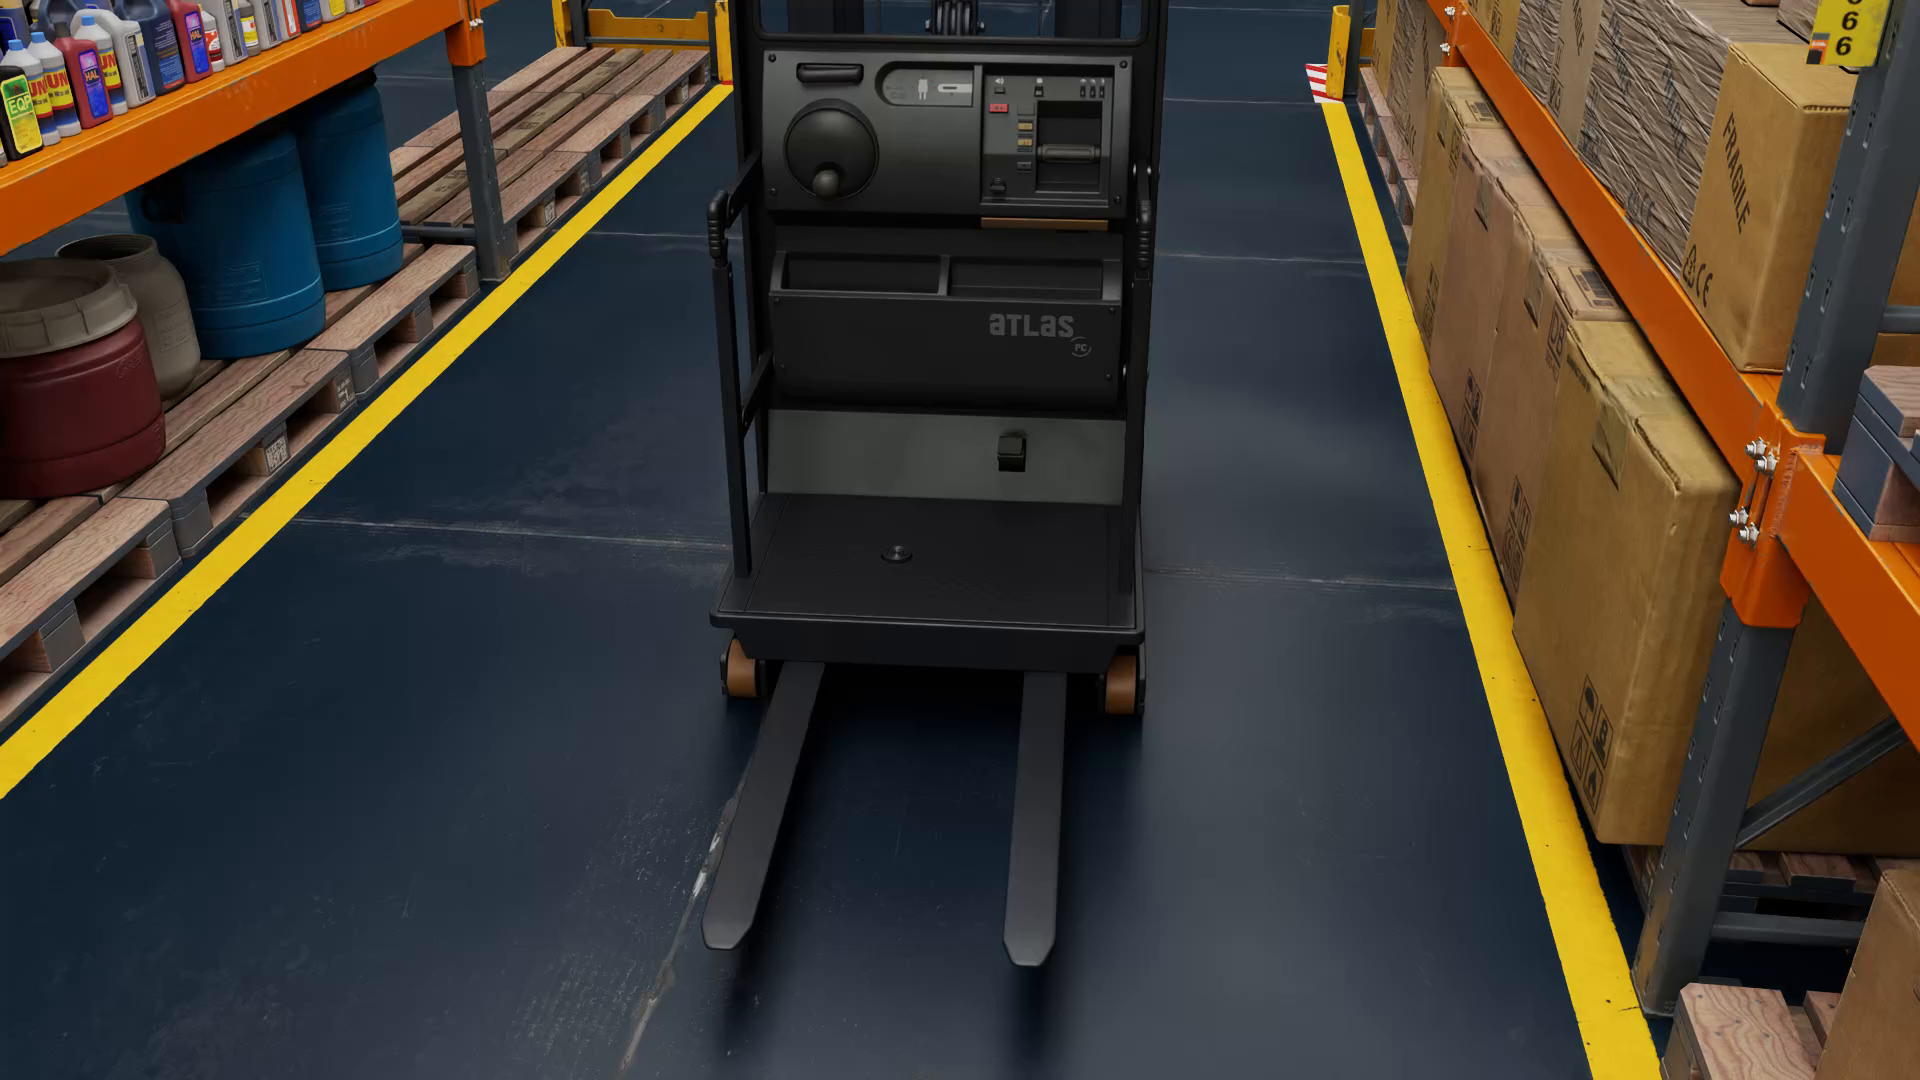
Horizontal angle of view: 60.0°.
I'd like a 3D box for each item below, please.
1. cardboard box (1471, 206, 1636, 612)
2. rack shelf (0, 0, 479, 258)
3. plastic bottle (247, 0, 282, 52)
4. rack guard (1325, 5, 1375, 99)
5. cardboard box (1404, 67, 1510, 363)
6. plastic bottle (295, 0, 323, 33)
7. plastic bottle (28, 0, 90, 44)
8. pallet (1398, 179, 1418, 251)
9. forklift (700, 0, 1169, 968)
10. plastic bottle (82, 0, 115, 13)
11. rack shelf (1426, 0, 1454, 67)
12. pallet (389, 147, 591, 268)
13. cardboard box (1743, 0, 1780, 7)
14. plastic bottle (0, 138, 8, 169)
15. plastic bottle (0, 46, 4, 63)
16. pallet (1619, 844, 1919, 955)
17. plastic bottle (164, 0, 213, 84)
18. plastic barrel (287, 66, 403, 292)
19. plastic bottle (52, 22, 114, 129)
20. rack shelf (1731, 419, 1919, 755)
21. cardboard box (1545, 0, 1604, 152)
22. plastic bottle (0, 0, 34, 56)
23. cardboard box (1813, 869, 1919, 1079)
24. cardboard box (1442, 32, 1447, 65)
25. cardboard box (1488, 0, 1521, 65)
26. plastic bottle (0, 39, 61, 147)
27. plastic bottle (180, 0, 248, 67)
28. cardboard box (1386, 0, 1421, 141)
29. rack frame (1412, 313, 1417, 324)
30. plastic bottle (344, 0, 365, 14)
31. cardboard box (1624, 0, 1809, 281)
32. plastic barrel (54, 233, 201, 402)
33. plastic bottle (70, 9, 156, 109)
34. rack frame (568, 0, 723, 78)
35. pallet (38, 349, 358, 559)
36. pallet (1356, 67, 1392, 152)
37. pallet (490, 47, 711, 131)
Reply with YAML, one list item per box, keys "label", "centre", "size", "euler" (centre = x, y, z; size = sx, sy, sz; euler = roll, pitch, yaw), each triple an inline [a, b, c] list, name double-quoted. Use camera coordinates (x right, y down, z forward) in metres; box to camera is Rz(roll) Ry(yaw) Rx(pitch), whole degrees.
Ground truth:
- label: "cardboard box"
  centre: [2.133, -0.329, 4.495]
  size: [1.225, 0.875, 0.875]
  euler: [3, 29, 6]
- label: "rack shelf"
  centre: [-2.760, -1.249, 5.165]
  size: [1.077, 0.370, 4.000]
  euler: [3, 28, 6]
- label: "plastic bottle"
  centre: [-2.366, -1.776, 5.514]
  size: [0.152, 0.276, 0.135]
  euler: [3, 28, 6]
- label: "rack guard"
  centre: [2.894, -3.013, 10.316]
  size: [1.175, 0.500, 0.348]
  euler: [3, 28, 6]
- label: "cardboard box"
  centre: [2.342, -1.167, 6.050]
  size: [1.225, 0.875, 0.875]
  euler: [3, 29, 6]
- label: "plastic bottle"
  centre: [-2.326, -1.947, 5.753]
  size: [0.144, 0.351, 0.185]
  euler: [3, 28, 6]
- label: "plastic bottle"
  centre: [-2.605, -1.461, 4.851]
  size: [0.144, 0.351, 0.185]
  euler: [3, 28, 6]
- label: "pallet"
  centre: [2.571, -1.345, 7.524]
  size: [1.003, 0.211, 1.213]
  euler: [3, 28, 6]
- label: "forklift"
  centre: [-0.050, -0.993, 4.002]
  size: [1.130, 2.935, 3.031]
  euler: [2, 28, 4]
- label: "plastic bottle"
  centre: [-2.912, -1.812, 5.582]
  size: [0.152, 0.276, 0.135]
  euler: [3, 28, 6]
- label: "rack shelf"
  centre: [2.646, -2.844, 8.125]
  size: [1.077, 0.370, 4.000]
  euler: [3, 28, 6]
- label: "pallet"
  centre: [-2.463, -1.628, 8.049]
  size: [1.003, 0.211, 1.213]
  euler: [3, 28, 6]
- label: "cardboard box"
  centre: [2.099, -1.472, 3.657]
  size: [0.797, 0.503, 0.637]
  euler: [4, 29, 7]
- label: "plastic bottle"
  centre: [-2.517, -1.055, 4.256]
  size: [0.097, 0.201, 0.097]
  euler: [0, 28, 0]
- label: "plastic bottle"
  centre: [-3.014, -1.557, 5.113]
  size: [0.097, 0.271, 0.097]
  euler: [0, 28, 0]
- label: "pallet"
  centre: [2.082, 0.524, 4.054]
  size: [1.003, 0.211, 1.213]
  euler: [3, 28, 6]
- label: "plastic bottle"
  centre: [-2.377, -1.558, 5.103]
  size: [0.061, 0.283, 0.133]
  euler: [3, 28, 6]
- label: "plastic barrel"
  centre: [-2.599, -1.513, 6.666]
  size: [0.600, 0.901, 0.708]
  euler: [3, 28, 6]
- label: "plastic bottle"
  centre: [-2.444, -1.299, 4.622]
  size: [0.061, 0.283, 0.133]
  euler: [3, 28, 6]
- label: "rack shelf"
  centre: [1.665, 0.922, 1.135]
  size: [1.077, 0.370, 4.000]
  euler: [3, 28, 6]
- label: "cardboard box"
  centre: [1.916, -1.346, 4.480]
  size: [0.500, 0.500, 0.500]
  euler: [4, 29, 7]
- label: "plastic bottle"
  centre: [-3.092, -1.712, 5.396]
  size: [0.152, 0.276, 0.135]
  euler: [3, 28, 6]
- label: "cardboard box"
  centre: [1.848, 0.887, 2.613]
  size: [0.700, 0.500, 0.500]
  euler: [2, 28, 4]
- label: "cardboard box"
  centre: [2.561, -1.775, 7.180]
  size: [0.875, 0.875, 0.875]
  euler: [3, 28, 6]
- label: "cardboard box"
  centre: [2.035, -1.825, 5.369]
  size: [0.500, 0.500, 0.500]
  euler: [3, 28, 6]
- label: "plastic bottle"
  centre: [-2.489, -1.195, 4.441]
  size: [0.097, 0.271, 0.097]
  euler: [0, 28, 0]
- label: "plastic bottle"
  centre: [-2.394, -1.667, 5.312]
  size: [0.152, 0.276, 0.135]
  euler: [3, 28, 6]
- label: "cardboard box"
  centre: [2.780, -2.618, 8.744]
  size: [0.875, 0.875, 0.875]
  euler: [3, 28, 6]
- label: "rack frame"
  centre: [2.401, -2.219, 6.207]
  size: [1.000, 3.000, 0.127]
  euler: [3, 28, 6]
- label: "plastic bottle"
  centre: [-2.287, -2.076, 6.072]
  size: [0.152, 0.276, 0.135]
  euler: [3, 28, 6]
- label: "cardboard box"
  centre: [1.792, -0.862, 3.581]
  size: [0.500, 0.500, 0.500]
  euler: [3, 28, 6]
- label: "plastic barrel"
  centre: [-2.843, -0.748, 5.656]
  size: [0.421, 0.512, 0.421]
  euler: [0, 28, 0]
- label: "plastic bottle"
  centre: [-2.461, -1.408, 4.831]
  size: [0.152, 0.276, 0.135]
  euler: [3, 28, 6]
- label: "rack frame"
  centre: [-2.025, -4.390, 10.236]
  size: [1.000, 3.000, 0.127]
  euler: [3, 28, 6]
- label: "pallet"
  centre: [-2.798, -0.343, 5.664]
  size: [1.003, 0.211, 1.213]
  euler: [3, 28, 6]
- label: "pallet"
  centre: [2.870, -2.494, 9.656]
  size: [1.003, 0.211, 1.213]
  euler: [3, 28, 6]
- label: "pallet"
  centre: [-2.164, -2.777, 10.181]
  size: [1.003, 0.211, 1.213]
  euler: [3, 28, 6]
